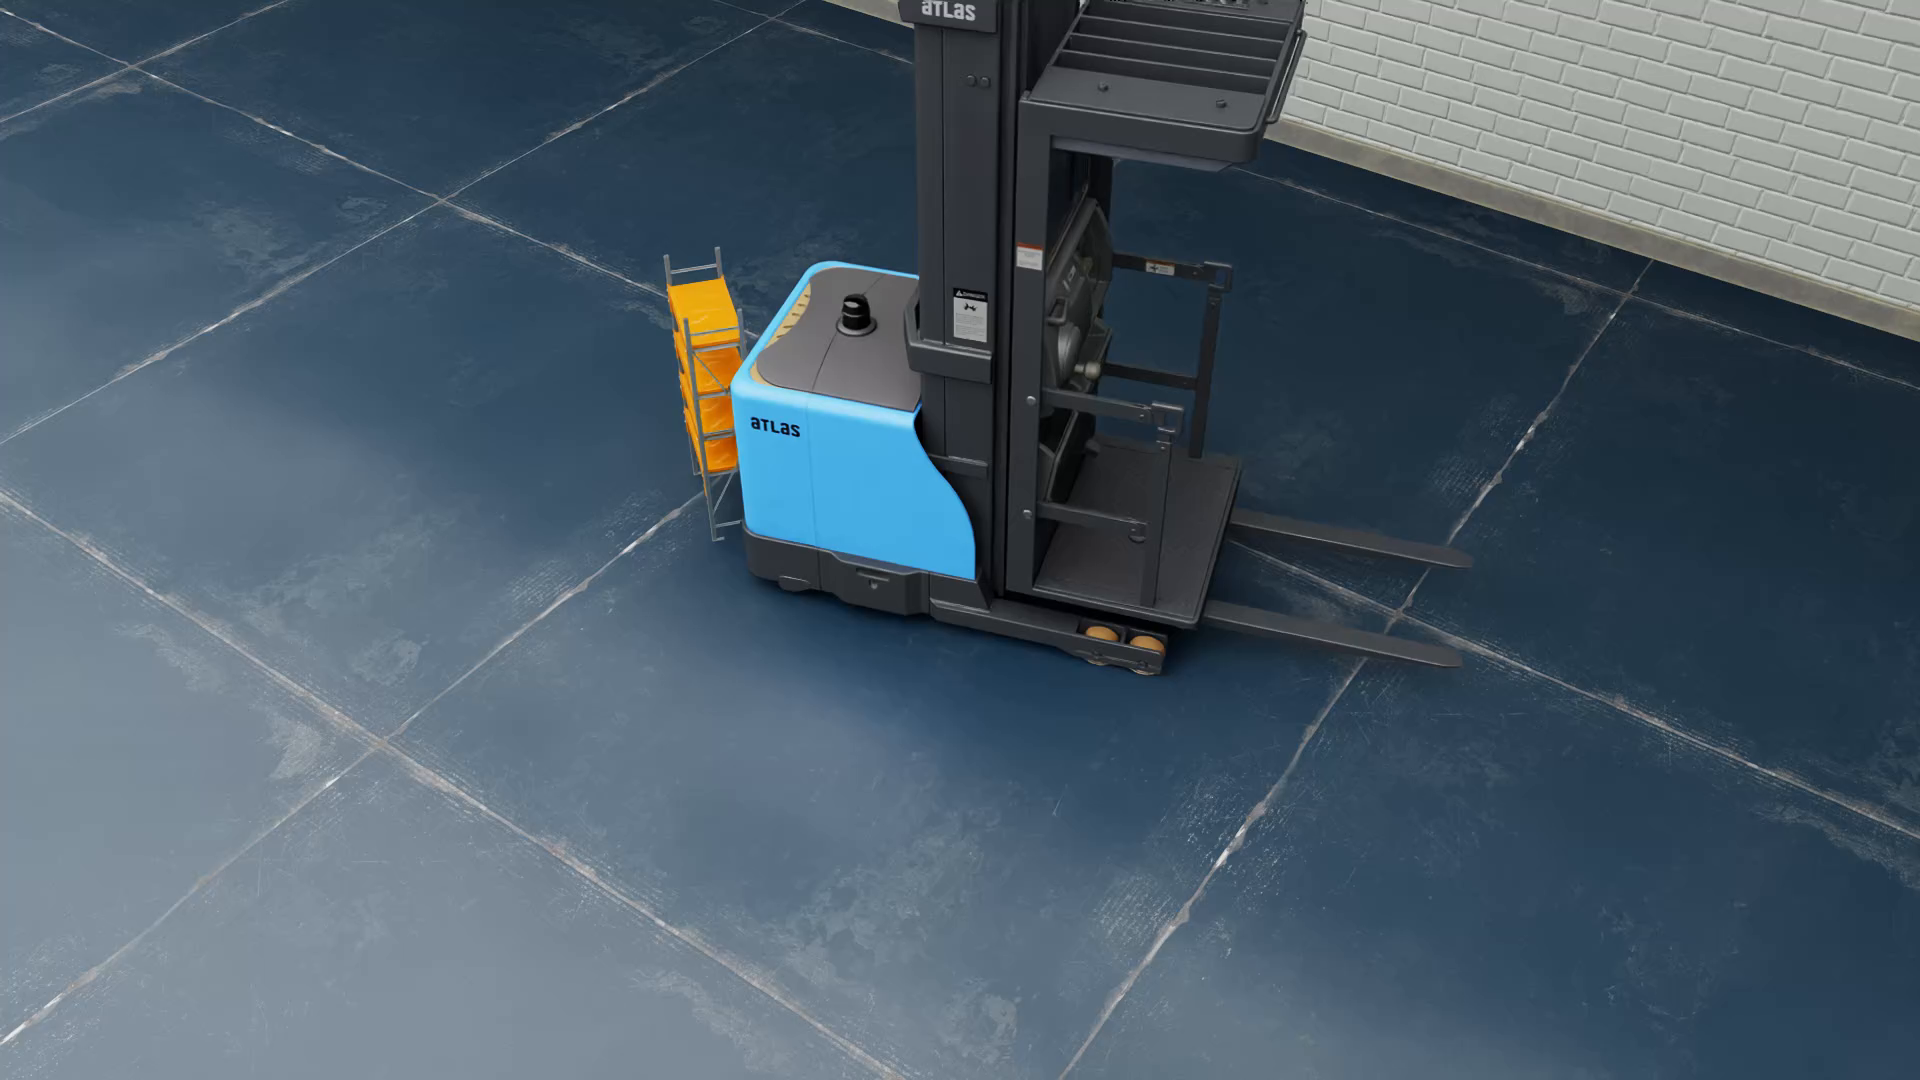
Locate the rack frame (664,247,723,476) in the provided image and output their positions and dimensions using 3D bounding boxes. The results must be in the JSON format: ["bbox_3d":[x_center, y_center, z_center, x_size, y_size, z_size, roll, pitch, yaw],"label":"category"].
[{"bbox_3d":[-1.140,-0.777,7.467,0.240,1.200,0.015,-11,43,-12],"label":"rack frame"}]

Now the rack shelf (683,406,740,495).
[{"bbox_3d":[-1.070,-0.423,7.470,0.258,0.148,0.480,-11,43,-12],"label":"rack shelf"}]

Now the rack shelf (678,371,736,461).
[{"bbox_3d":[-1.070,-0.571,7.337,0.258,0.148,0.480,-11,43,-12],"label":"rack shelf"}]

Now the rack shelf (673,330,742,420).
[{"bbox_3d":[-1.070,-0.737,7.188,0.258,0.148,0.480,-11,43,-12],"label":"rack shelf"}]

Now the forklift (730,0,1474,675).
[{"bbox_3d":[0.643,-0.932,6.342,3.031,2.935,1.130,12,43,13],"label":"forklift"}]

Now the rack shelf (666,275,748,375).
[{"bbox_3d":[-1.070,-0.914,7.030,0.258,0.148,0.480,-11,43,-12],"label":"rack shelf"}]

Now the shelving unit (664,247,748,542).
[{"bbox_3d":[-1.070,-0.621,7.292,0.258,1.200,0.503,-11,43,-12],"label":"shelving unit"}]

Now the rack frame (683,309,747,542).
[{"bbox_3d":[-1.000,-0.465,7.118,0.240,1.200,0.015,-11,43,-12],"label":"rack frame"}]
